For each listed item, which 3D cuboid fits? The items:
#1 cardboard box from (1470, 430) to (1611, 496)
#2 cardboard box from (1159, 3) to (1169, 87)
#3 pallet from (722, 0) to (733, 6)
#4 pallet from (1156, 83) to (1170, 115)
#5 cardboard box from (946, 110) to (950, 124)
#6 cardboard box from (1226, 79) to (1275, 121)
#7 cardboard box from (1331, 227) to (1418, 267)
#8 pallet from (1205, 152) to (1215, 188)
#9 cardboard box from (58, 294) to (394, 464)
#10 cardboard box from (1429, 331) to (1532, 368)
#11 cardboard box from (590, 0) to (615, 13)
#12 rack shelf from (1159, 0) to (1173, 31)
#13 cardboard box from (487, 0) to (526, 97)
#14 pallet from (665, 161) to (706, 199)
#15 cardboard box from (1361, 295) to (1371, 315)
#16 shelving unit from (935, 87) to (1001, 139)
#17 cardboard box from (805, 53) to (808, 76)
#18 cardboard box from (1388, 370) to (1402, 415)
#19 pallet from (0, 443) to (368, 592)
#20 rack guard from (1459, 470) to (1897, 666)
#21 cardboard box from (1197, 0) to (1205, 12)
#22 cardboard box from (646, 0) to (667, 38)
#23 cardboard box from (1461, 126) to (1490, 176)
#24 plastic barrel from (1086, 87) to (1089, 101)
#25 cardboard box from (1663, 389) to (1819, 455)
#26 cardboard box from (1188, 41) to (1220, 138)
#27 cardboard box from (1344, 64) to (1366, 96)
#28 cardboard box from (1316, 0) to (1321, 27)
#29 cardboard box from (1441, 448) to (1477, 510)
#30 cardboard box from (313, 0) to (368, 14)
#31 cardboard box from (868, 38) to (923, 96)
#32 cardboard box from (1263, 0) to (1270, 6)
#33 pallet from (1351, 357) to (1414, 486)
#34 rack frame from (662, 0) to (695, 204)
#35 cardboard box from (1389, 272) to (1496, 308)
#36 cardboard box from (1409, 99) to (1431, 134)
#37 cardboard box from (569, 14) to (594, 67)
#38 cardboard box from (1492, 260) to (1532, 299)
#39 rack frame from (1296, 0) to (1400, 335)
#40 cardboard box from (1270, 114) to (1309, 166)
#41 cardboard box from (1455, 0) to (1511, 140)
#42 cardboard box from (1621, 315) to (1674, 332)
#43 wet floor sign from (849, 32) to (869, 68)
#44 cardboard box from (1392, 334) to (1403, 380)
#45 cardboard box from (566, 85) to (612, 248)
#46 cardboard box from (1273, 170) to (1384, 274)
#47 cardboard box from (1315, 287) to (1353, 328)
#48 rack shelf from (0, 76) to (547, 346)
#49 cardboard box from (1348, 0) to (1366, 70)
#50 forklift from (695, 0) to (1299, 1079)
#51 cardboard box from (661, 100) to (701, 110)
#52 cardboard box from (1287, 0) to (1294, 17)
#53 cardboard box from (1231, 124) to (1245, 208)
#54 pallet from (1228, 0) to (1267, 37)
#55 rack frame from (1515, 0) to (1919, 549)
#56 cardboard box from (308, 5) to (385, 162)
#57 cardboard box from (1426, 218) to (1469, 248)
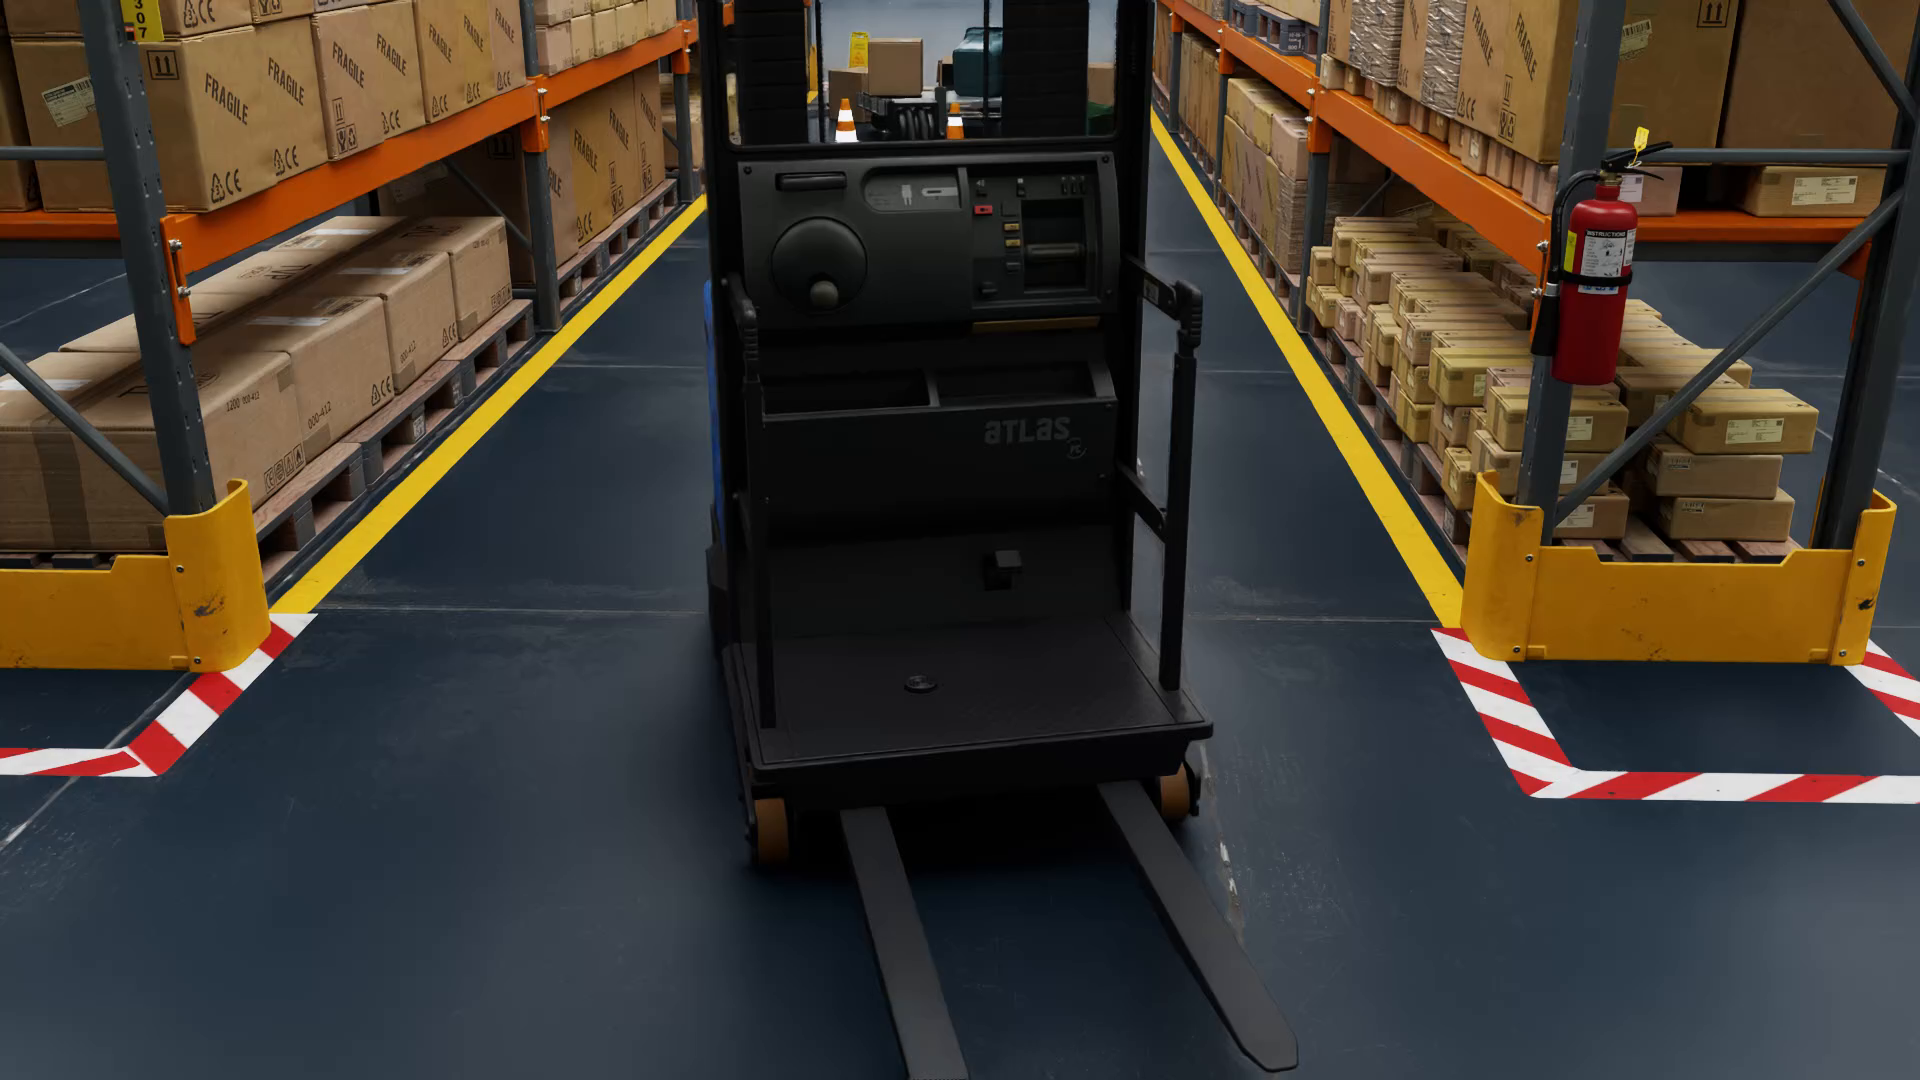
[{"bbox_3d":[1.914,-0.256,5.492,0.380,0.149,0.250,0,21,0],"label":"cardboard box"},{"bbox_3d":[2.691,-5.483,18.371,0.875,0.875,0.875,0,21,1],"label":"cardboard box"},{"bbox_3d":[-2.505,-4.594,13.988,1.003,0.211,1.213,1,21,2],"label":"pallet"},{"bbox_3d":[2.684,-4.812,18.139,1.003,0.211,1.213,1,21,2],"label":"pallet"},{"bbox_3d":[-0.232,-4.410,17.028,0.258,0.266,0.396,-16,26,-35],"label":"cardboard box"},{"bbox_3d":[2.164,-3.083,11.666,0.500,0.250,0.500,0,21,-1],"label":"cardboard box"},{"bbox_3d":[2.020,-1.426,8.096,0.380,0.149,0.250,2,21,4],"label":"cardboard box"},{"bbox_3d":[2.526,-2.934,13.298,1.003,0.211,1.213,1,21,2],"label":"pallet"},{"bbox_3d":[-2.828,-0.647,6.511,0.875,0.438,0.875,1,21,3],"label":"cardboard box"},{"bbox_3d":[1.964,-0.673,6.156,0.380,0.149,0.250,0,21,-1],"label":"cardboard box"},{"bbox_3d":[-2.321,-3.211,9.675,0.500,0.250,0.500,1,21,2],"label":"cardboard box"},{"bbox_3d":[2.609,-5.784,17.782,1.077,0.370,4.000,1,21,2],"label":"rack shelf"},{"bbox_3d":[-2.404,-2.397,7.922,0.500,0.500,0.500,1,21,2],"label":"cardboard box"},{"bbox_3d":[-2.499,-2.950,13.340,1.003,0.211,1.213,1,21,2],"label":"pallet"},{"bbox_3d":[2.074,-1.103,7.673,0.380,0.149,0.250,0,21,-1],"label":"cardboard box"},{"bbox_3d":[0.146,-0.836,6.110,0.538,1.500,1.048,0,21,1],"label":"shelving unit"},{"bbox_3d":[-2.037,-5.470,19.200,0.500,0.250,0.500,1,21,1],"label":"cardboard box"},{"bbox_3d":[1.960,-0.586,6.753,0.380,0.149,0.250,1,21,3],"label":"cardboard box"},{"bbox_3d":[-2.821,-0.065,5.904,1.003,0.211,1.213,1,21,2],"label":"pallet"},{"bbox_3d":[2.186,0.081,5.129,1.175,0.500,0.348,1,21,2],"label":"rack guard"},{"bbox_3d":[2.204,-4.523,13.401,0.500,0.500,0.500,0,21,1],"label":"cardboard box"},{"bbox_3d":[-2.280,-3.527,11.179,0.500,0.250,0.500,1,21,3],"label":"cardboard box"},{"bbox_3d":[1.933,-1.334,5.667,0.380,0.149,0.250,1,21,3],"label":"cardboard box"},{"bbox_3d":[1.050,-4.622,17.355,0.512,0.421,0.421,18,27,38],"label":"plastic barrel"},{"bbox_3d":[2.539,-0.387,5.417,0.380,0.149,0.250,0,21,-1],"label":"cardboard box"},{"bbox_3d":[2.587,-3.969,14.640,1.050,0.750,0.750,1,21,2],"label":"cardboard box"},{"bbox_3d":[2.036,-2.193,7.882,0.380,0.149,0.250,1,21,3],"label":"cardboard box"},{"bbox_3d":[2.127,-2.822,8.921,0.380,0.149,0.250,1,21,2],"label":"cardboard box"},{"bbox_3d":[1.898,-0.210,5.785,0.380,0.149,0.250,1,21,3],"label":"cardboard box"},{"bbox_3d":[-2.451,-2.131,5.854,0.500,0.500,0.500,0,21,1],"label":"cardboard box"},{"bbox_3d":[-0.622,-4.593,16.127,0.500,0.500,0.500,1,21,2],"label":"cardboard box"},{"bbox_3d":[2.189,-3.576,10.866,0.380,0.149,0.250,2,21,4],"label":"cardboard box"},{"bbox_3d":[2.286,-0.518,7.072,1.003,0.211,1.213,1,21,2],"label":"pallet"},{"bbox_3d":[-2.524,-3.967,12.107,1.000,3.000,0.127,1,21,2],"label":"rack frame"},{"bbox_3d":[2.061,-1.049,7.124,0.380,0.149,0.250,0,21,-1],"label":"cardboard box"},{"bbox_3d":[2.016,-1.713,6.645,0.380,0.149,0.250,1,21,4],"label":"cardboard box"},{"bbox_3d":[-2.354,-2.795,9.292,0.500,0.250,0.500,0,21,0],"label":"cardboard box"},{"bbox_3d":[2.584,-1.141,7.361,0.380,0.149,0.250,0,21,-1],"label":"cardboard box"},{"bbox_3d":[2.305,-2.503,8.334,1.000,3.000,0.127,1,21,2],"label":"rack frame"},{"bbox_3d":[2.104,-2.341,9.754,0.500,0.250,0.500,2,21,4],"label":"cardboard box"},{"bbox_3d":[1.961,-1.594,5.440,0.500,0.500,0.500,0,21,1],"label":"cardboard box"},{"bbox_3d":[2.506,-0.768,6.400,0.380,0.149,0.250,1,21,4],"label":"cardboard box"},{"bbox_3d":[-1.205,-5.819,20.135,0.267,0.644,0.232,8,23,20],"label":"wet floor sign"},{"bbox_3d":[1.958,-0.724,6.698,0.380,0.149,0.250,2,21,4],"label":"cardboard box"},{"bbox_3d":[-2.687,-2.278,10.110,0.875,0.875,0.875,1,21,3],"label":"cardboard box"},{"bbox_3d":[2.076,-1.804,9.407,0.500,0.500,0.500,0,21,1],"label":"cardboard box"},{"bbox_3d":[1.965,-1.146,8.195,0.380,0.149,0.250,1,21,3],"label":"cardboard box"},{"bbox_3d":[-2.706,-1.463,6.646,1.077,0.370,4.000,1,21,2],"label":"rack shelf"},{"bbox_3d":[2.030,-2.333,7.346,0.500,0.500,0.500,1,21,2],"label":"cardboard box"},{"bbox_3d":[-0.023,-0.728,3.852,1.130,2.935,3.031,-4,22,-11],"label":"forklift"},{"bbox_3d":[-2.482,-3.409,13.721,0.950,0.372,0.625,0,21,1],"label":"cardboard box"},{"bbox_3d":[2.156,-3.199,9.893,0.380,0.149,0.250,2,21,4],"label":"cardboard box"},{"bbox_3d":[2.139,-2.545,11.317,0.500,0.500,0.500,1,21,2],"label":"cardboard box"},{"bbox_3d":[2.512,-3.601,11.429,1.213,0.211,1.003,1,21,2],"label":"pallet"},{"bbox_3d":[2.184,-1.057,4.606,1.000,3.000,0.127,1,21,2],"label":"rack frame"},{"bbox_3d":[-2.445,-1.659,6.019,0.500,0.500,0.500,1,21,1],"label":"cardboard box"},{"bbox_3d":[2.555,-1.516,8.327,0.380,0.149,0.250,1,21,3],"label":"cardboard box"}]
